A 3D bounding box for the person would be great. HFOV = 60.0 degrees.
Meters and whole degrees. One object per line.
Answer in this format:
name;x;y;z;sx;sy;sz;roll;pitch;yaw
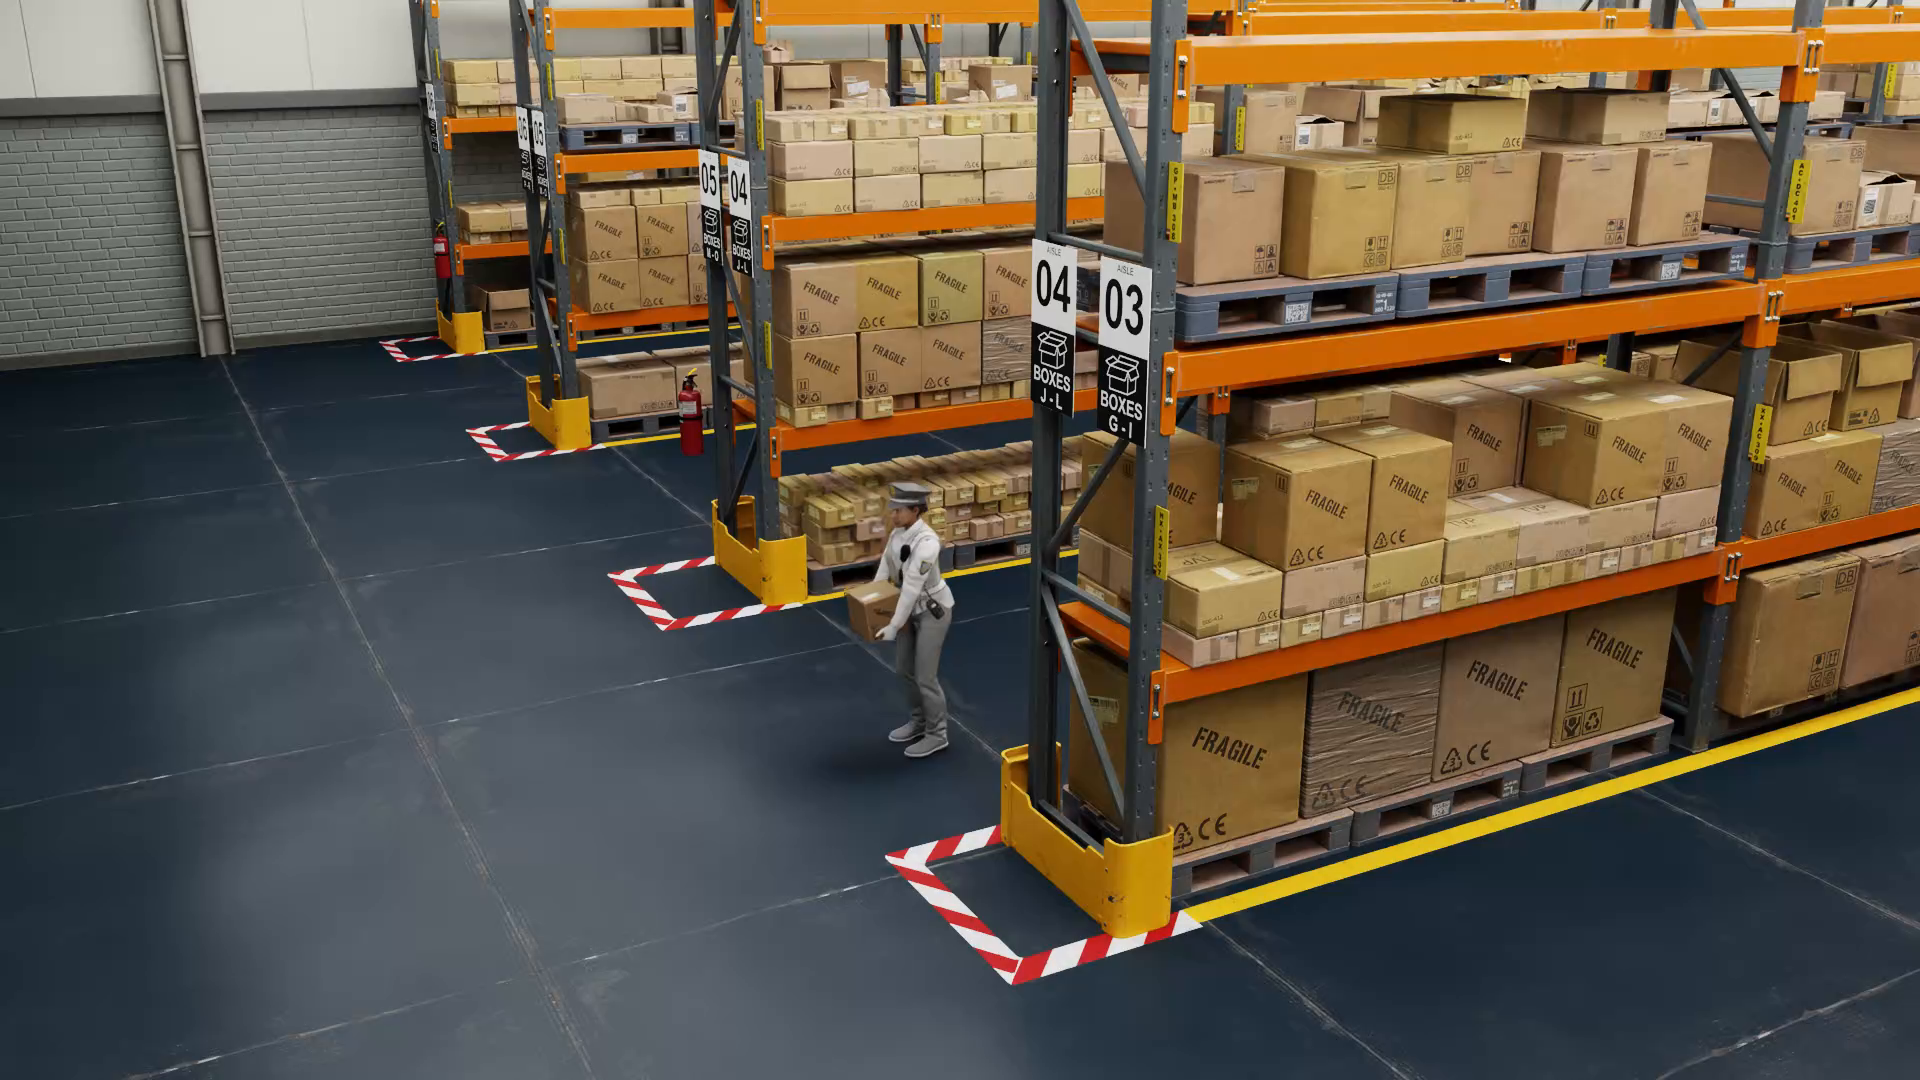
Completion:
person;-0.305;0.458;9.711;0.542;1.665;0.415;-10;21;-28
